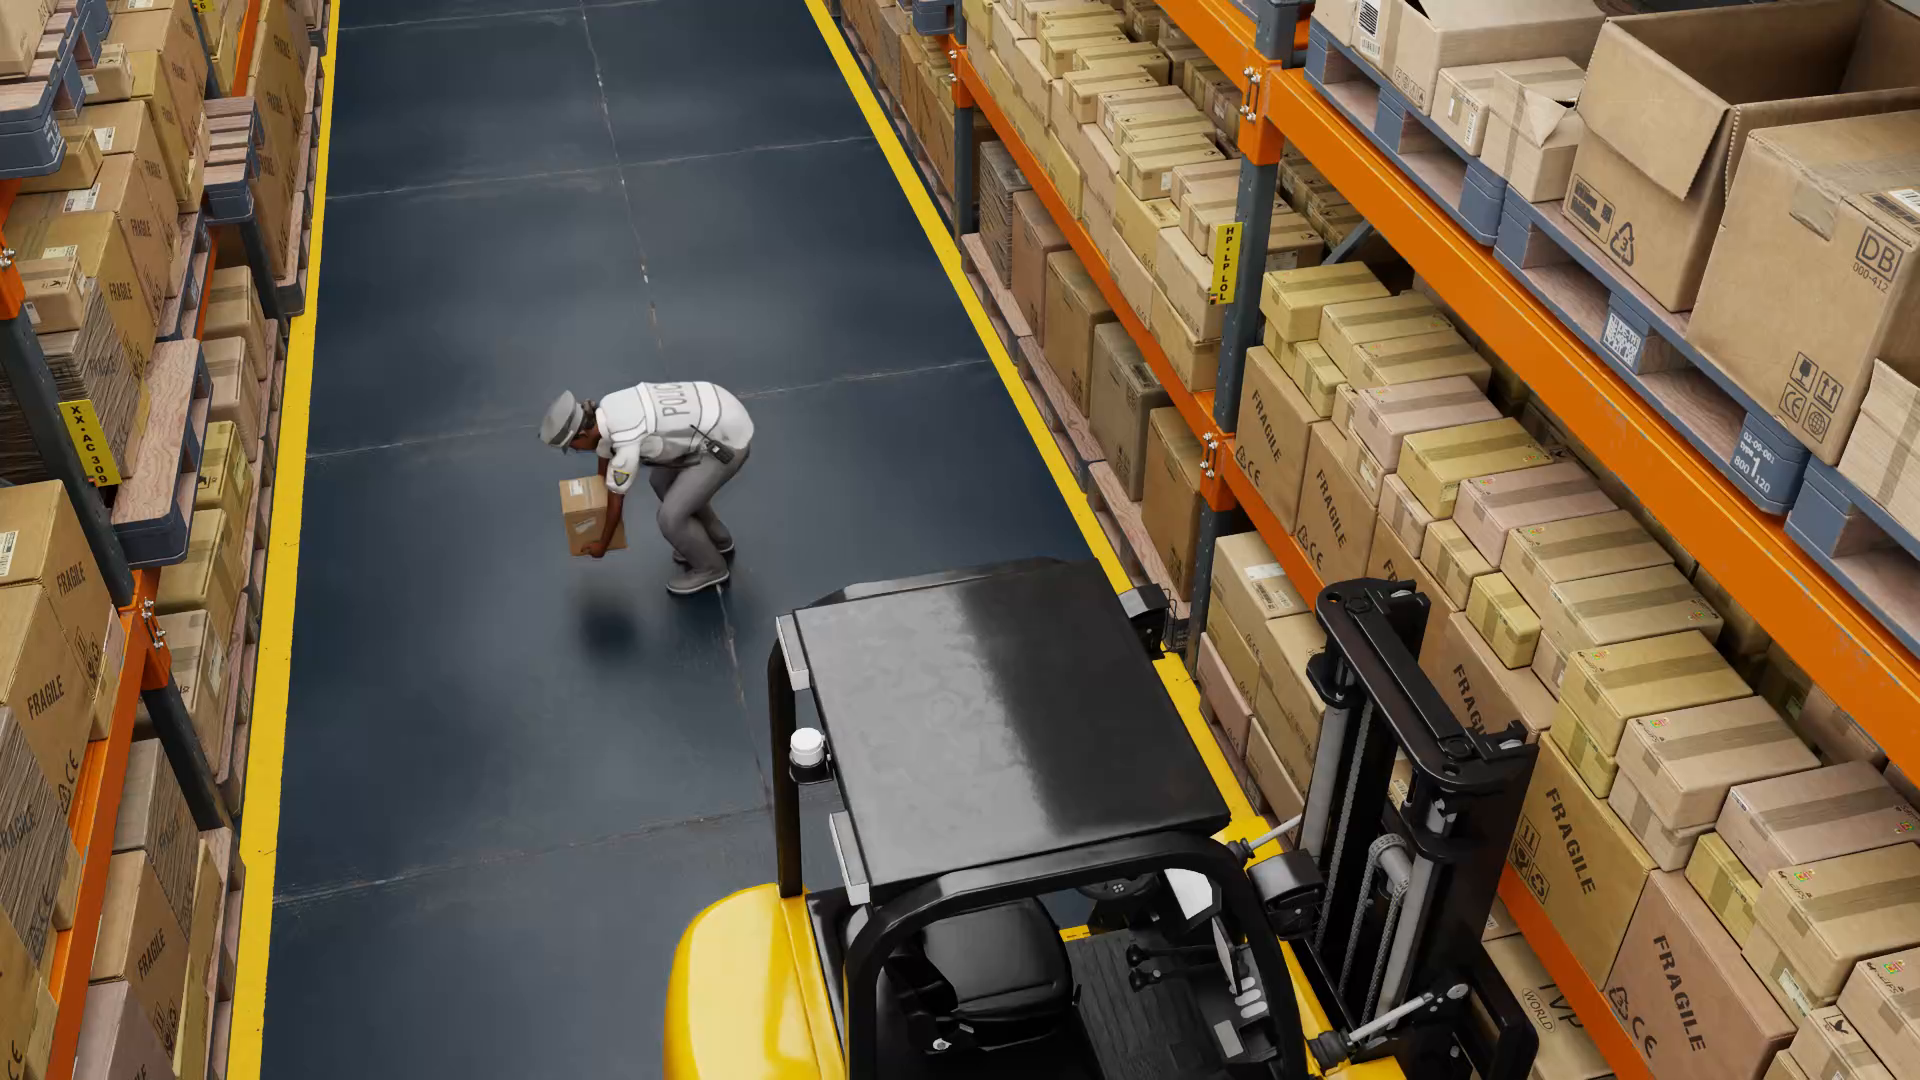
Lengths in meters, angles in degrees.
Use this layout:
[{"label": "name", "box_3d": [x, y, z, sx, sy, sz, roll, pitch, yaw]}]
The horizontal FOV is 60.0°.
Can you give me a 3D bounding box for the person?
[{"label": "person", "box_3d": [-1.380, -0.254, 7.506, 0.932, 1.080, 0.445, -11, 40, -14]}]
